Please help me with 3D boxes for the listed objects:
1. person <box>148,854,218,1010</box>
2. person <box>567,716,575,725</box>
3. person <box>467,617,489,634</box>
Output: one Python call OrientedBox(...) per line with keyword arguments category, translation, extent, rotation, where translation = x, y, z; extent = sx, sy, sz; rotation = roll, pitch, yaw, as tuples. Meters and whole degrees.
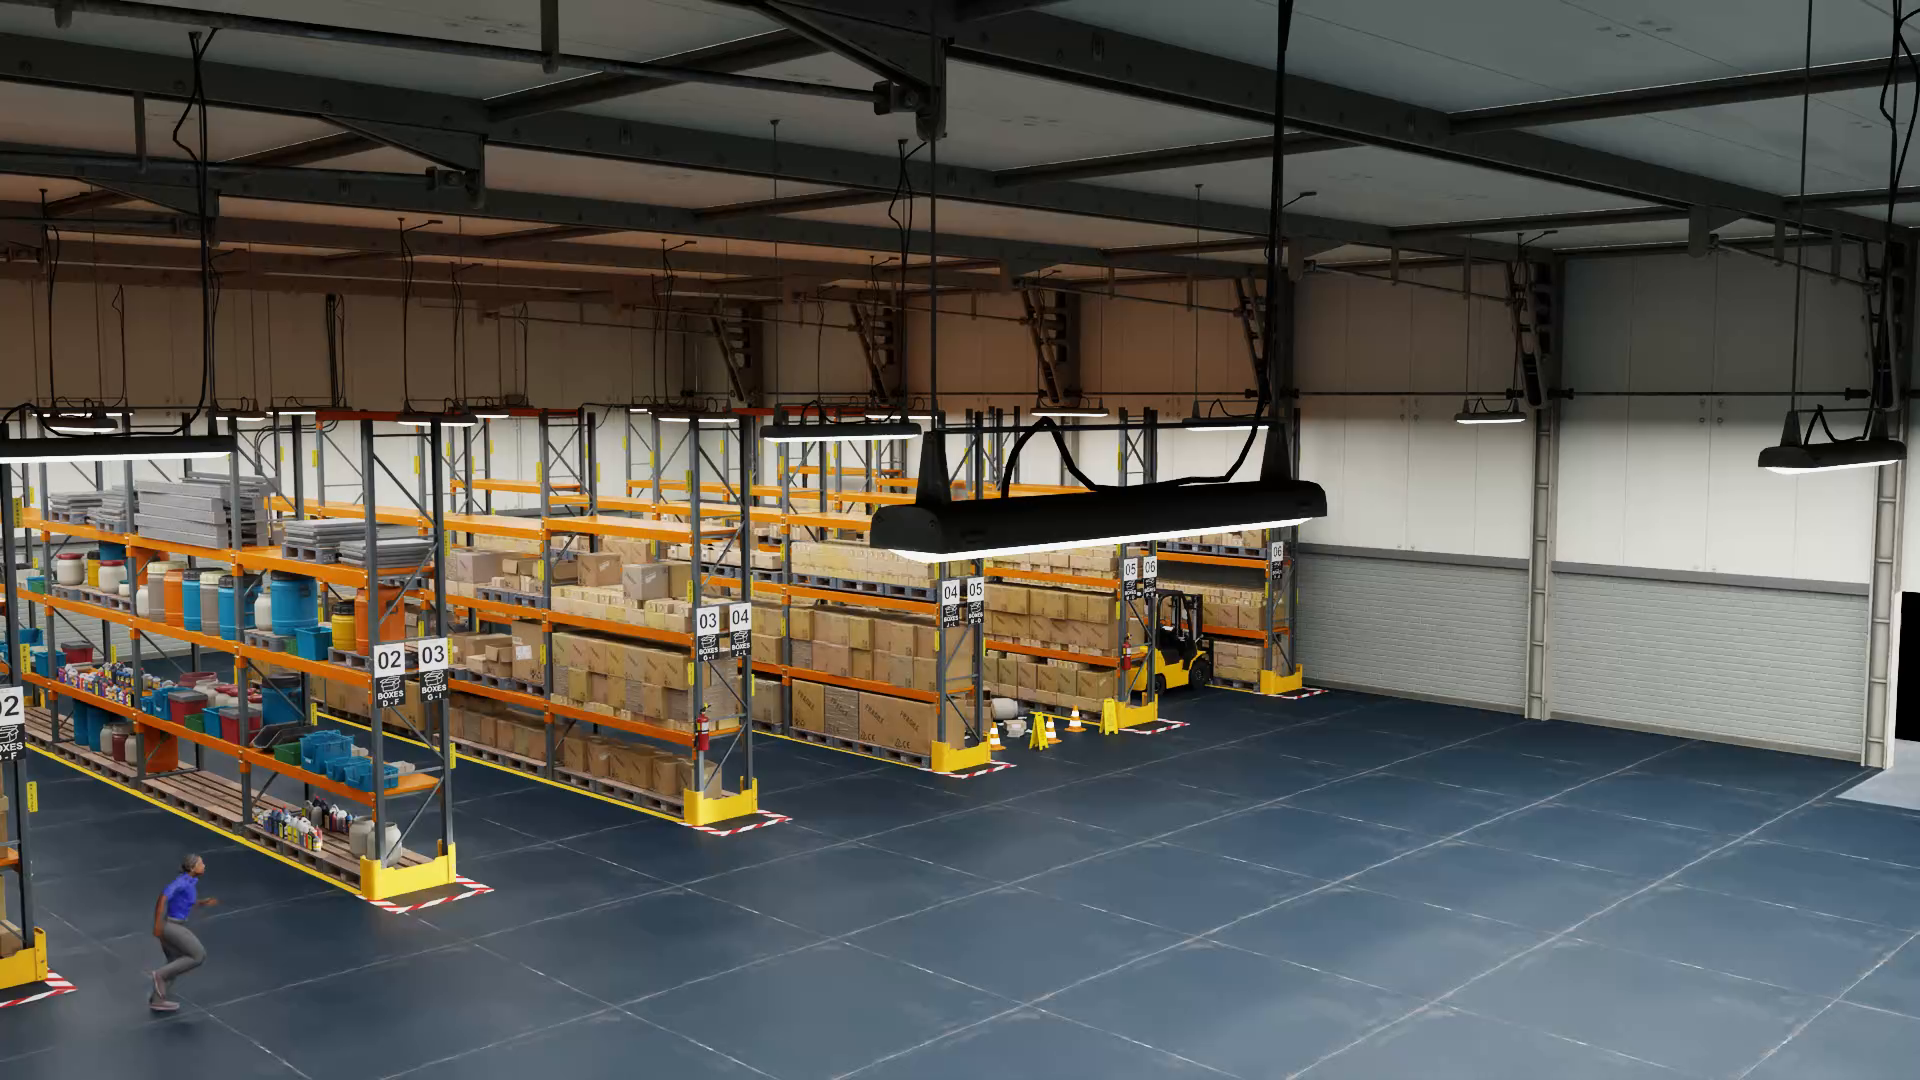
OrientedBox(category="person", translation=(-8.017, 4.034, 17.149), extent=(0.698, 1.575, 0.561), rotation=(-3, 6, -29))
OrientedBox(category="person", translation=(-7.276, 2.713, 31.064), extent=(0.590, 1.736, 0.665), rotation=(5, 7, 44))
OrientedBox(category="person", translation=(-11.703, 1.889, 40.501), extent=(0.700, 1.716, 0.754), rotation=(-1, 5, -6))
